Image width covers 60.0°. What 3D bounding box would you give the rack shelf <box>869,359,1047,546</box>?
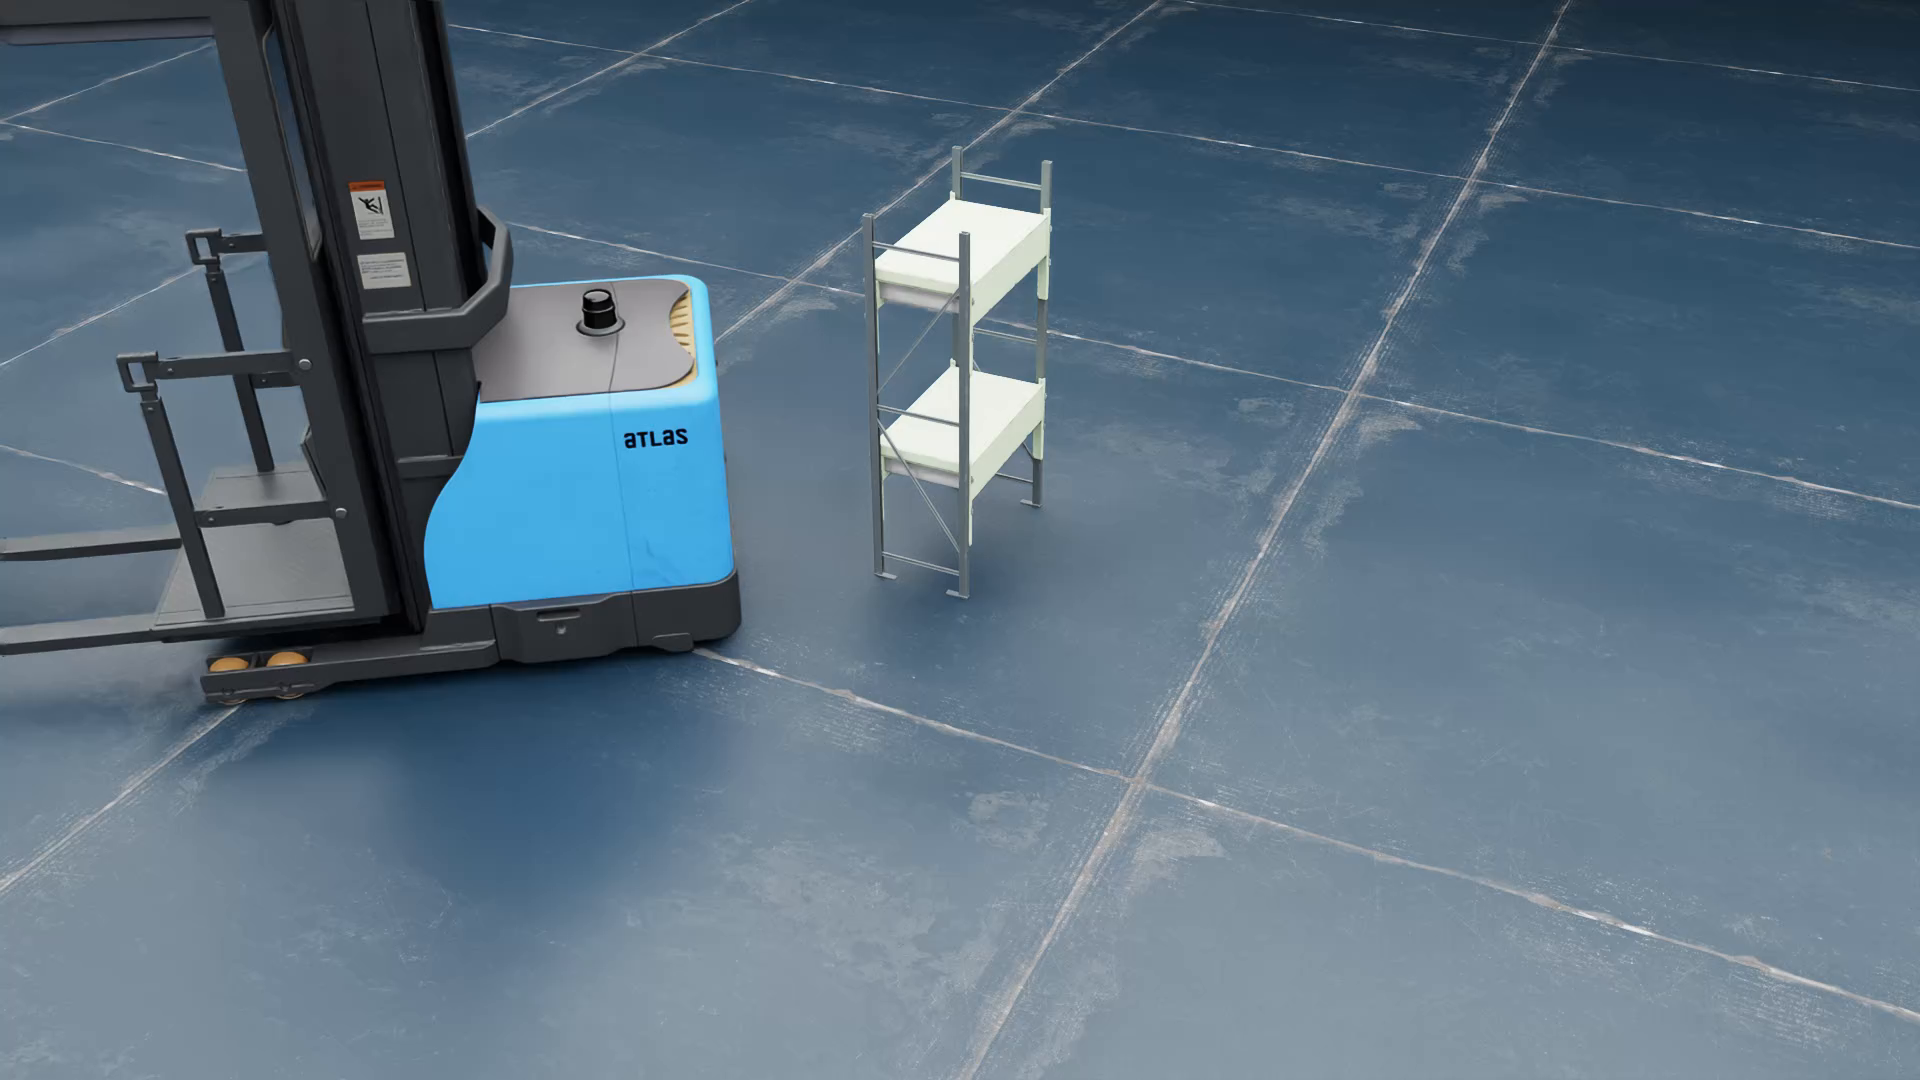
[{"bbox_3d":[0.003,-0.358,6.523,0.431,0.370,0.720,14,36,20],"label":"rack shelf"}]

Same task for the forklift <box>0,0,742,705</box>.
[{"bbox_3d":[-2.373,-0.958,5.538,3.031,2.935,1.130,-5,34,-8],"label":"forklift"}]

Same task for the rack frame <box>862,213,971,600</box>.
[{"bbox_3d":[-0.150,-0.448,6.066,0.400,1.500,0.023,14,36,20],"label":"rack frame"}]

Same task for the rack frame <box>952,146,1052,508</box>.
[{"bbox_3d":[0.156,-0.813,6.622,0.400,1.500,0.023,14,36,20],"label":"rack frame"}]

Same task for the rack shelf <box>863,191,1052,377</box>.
[{"bbox_3d":[0.003,-0.957,6.130,0.431,0.370,0.720,14,36,20],"label":"rack shelf"}]

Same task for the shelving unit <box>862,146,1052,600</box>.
[{"bbox_3d":[0.003,-0.631,6.344,0.431,1.500,0.755,14,36,20],"label":"shelving unit"}]
